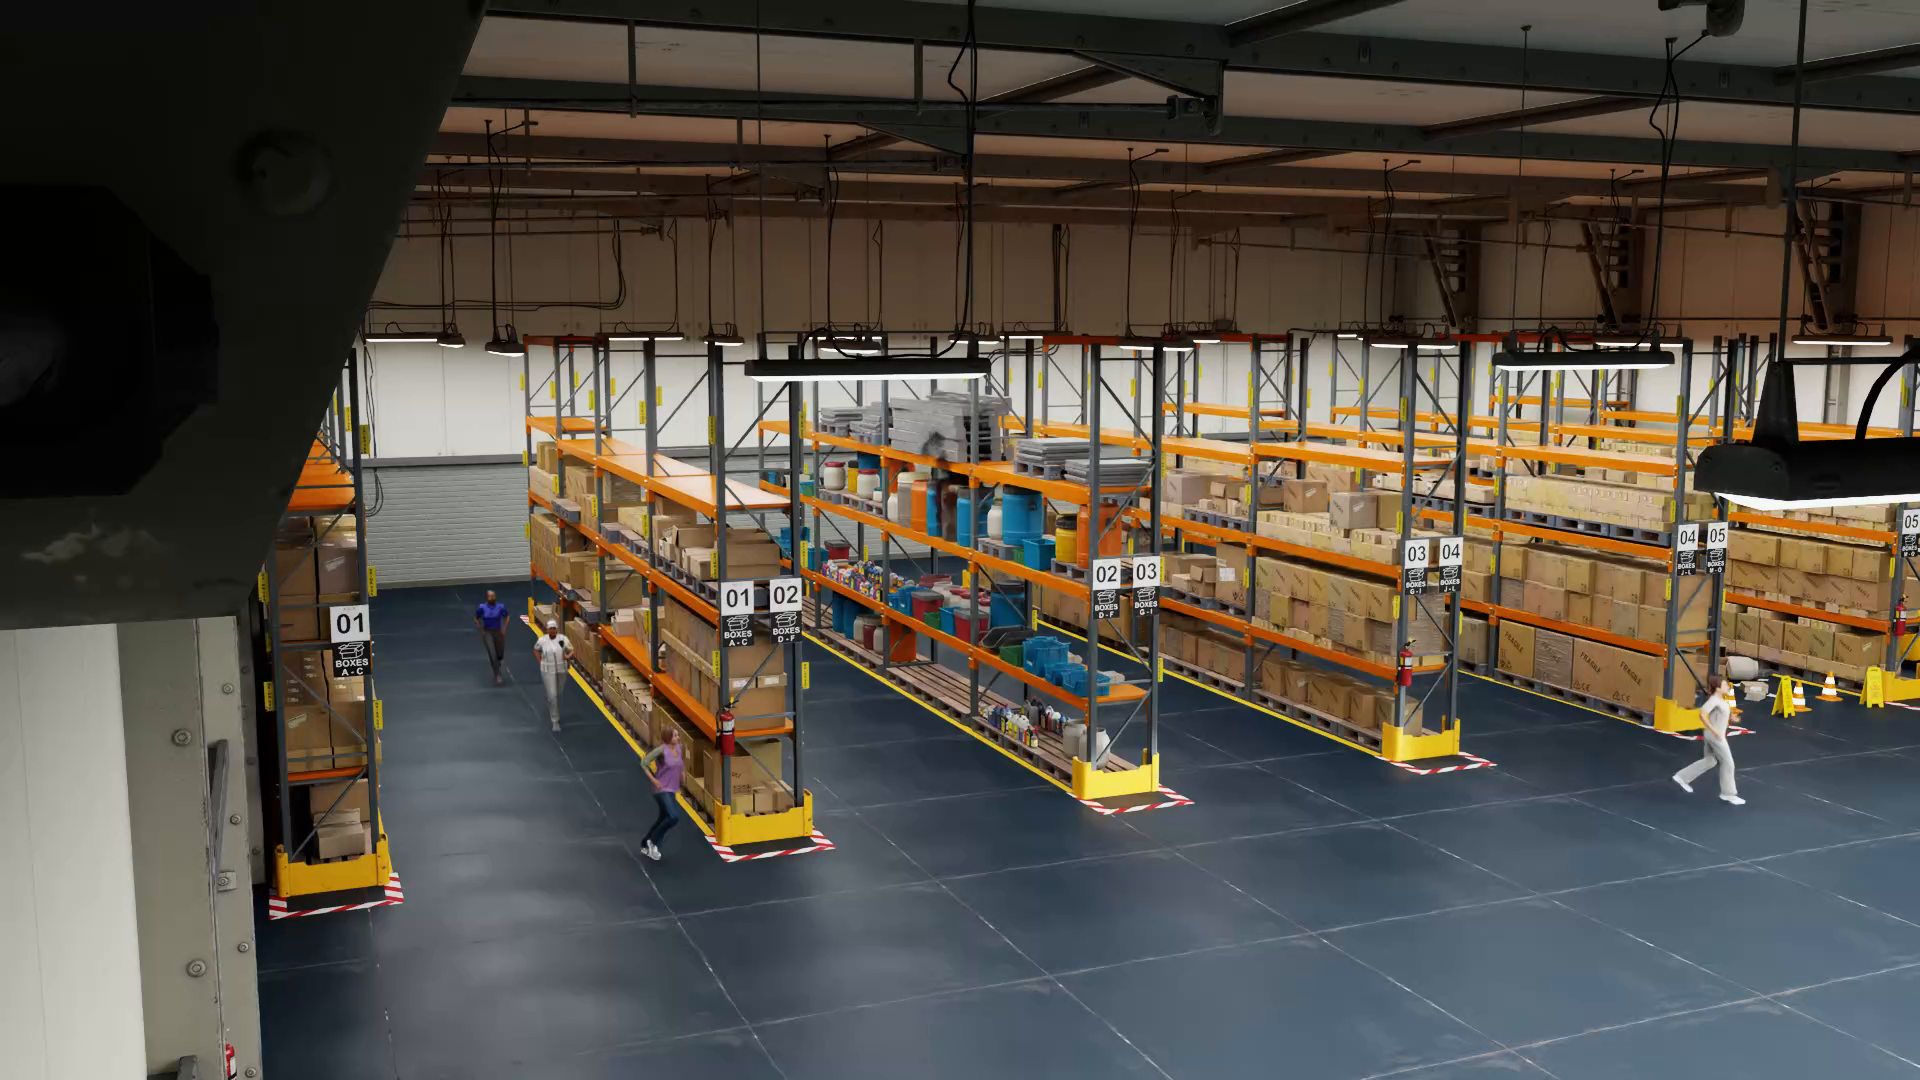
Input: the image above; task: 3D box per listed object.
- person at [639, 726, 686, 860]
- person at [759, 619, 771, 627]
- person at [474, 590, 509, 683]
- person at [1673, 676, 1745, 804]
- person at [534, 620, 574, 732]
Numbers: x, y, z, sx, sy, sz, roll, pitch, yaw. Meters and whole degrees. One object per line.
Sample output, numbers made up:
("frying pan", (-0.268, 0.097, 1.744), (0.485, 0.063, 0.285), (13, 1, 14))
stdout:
("person", (-3.464, 2.959, 19.579), (0.586, 1.561, 0.539), (4, 8, 25))
("person", (-3.616, 1.449, 30.083), (0.670, 1.846, 0.804), (-4, 9, -27))
("person", (-8.213, 1.668, 29.208), (0.598, 1.627, 0.667), (-3, 8, -20))
("person", (9.890, 2.615, 21.883), (0.892, 1.661, 0.557), (3, 8, 20))
("person", (-6.301, 2.075, 25.913), (0.589, 1.696, 0.846), (-4, 8, -25))
